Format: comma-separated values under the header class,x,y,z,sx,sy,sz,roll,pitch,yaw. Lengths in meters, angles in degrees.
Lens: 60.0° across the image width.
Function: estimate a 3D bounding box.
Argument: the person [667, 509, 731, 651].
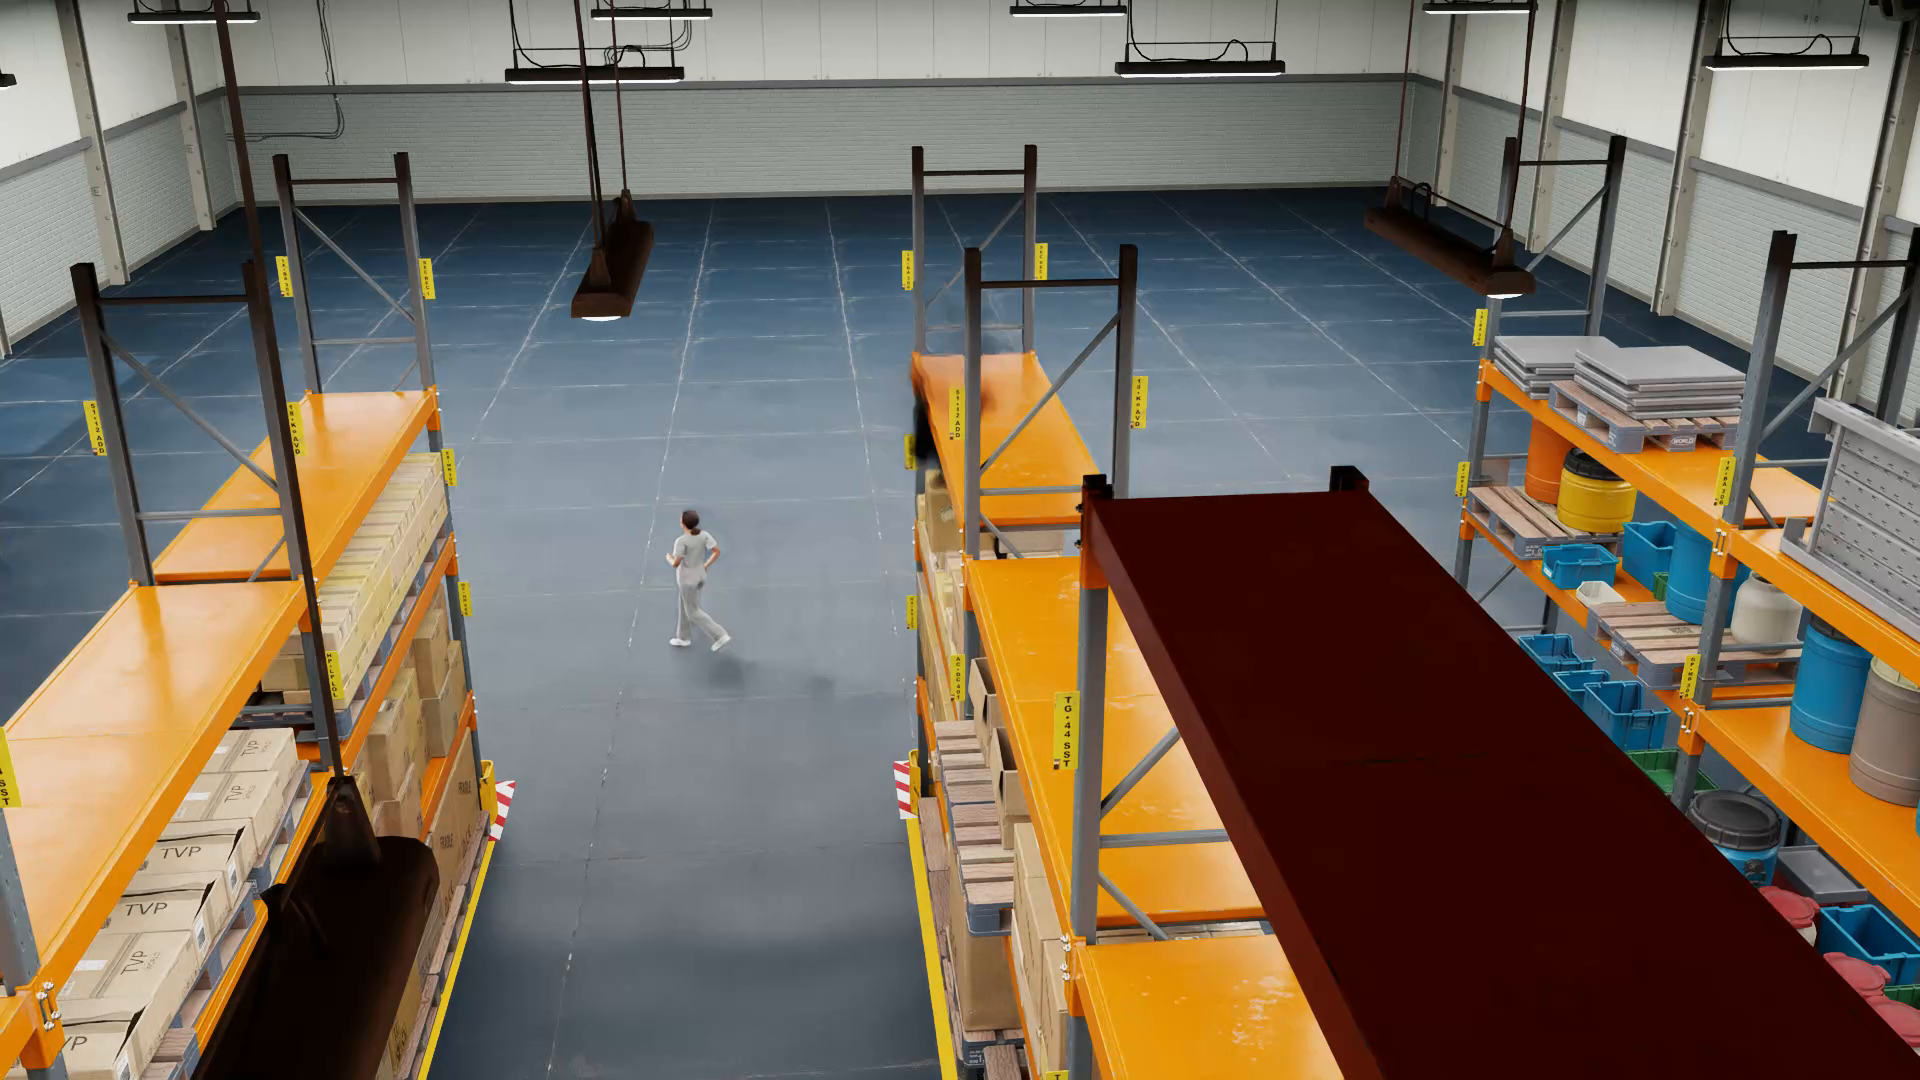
class,x,y,z,sx,sy,sz,roll,pitch,yaw
person,-2.908,0.479,18.179,0.892,1.675,0.557,14,26,31
